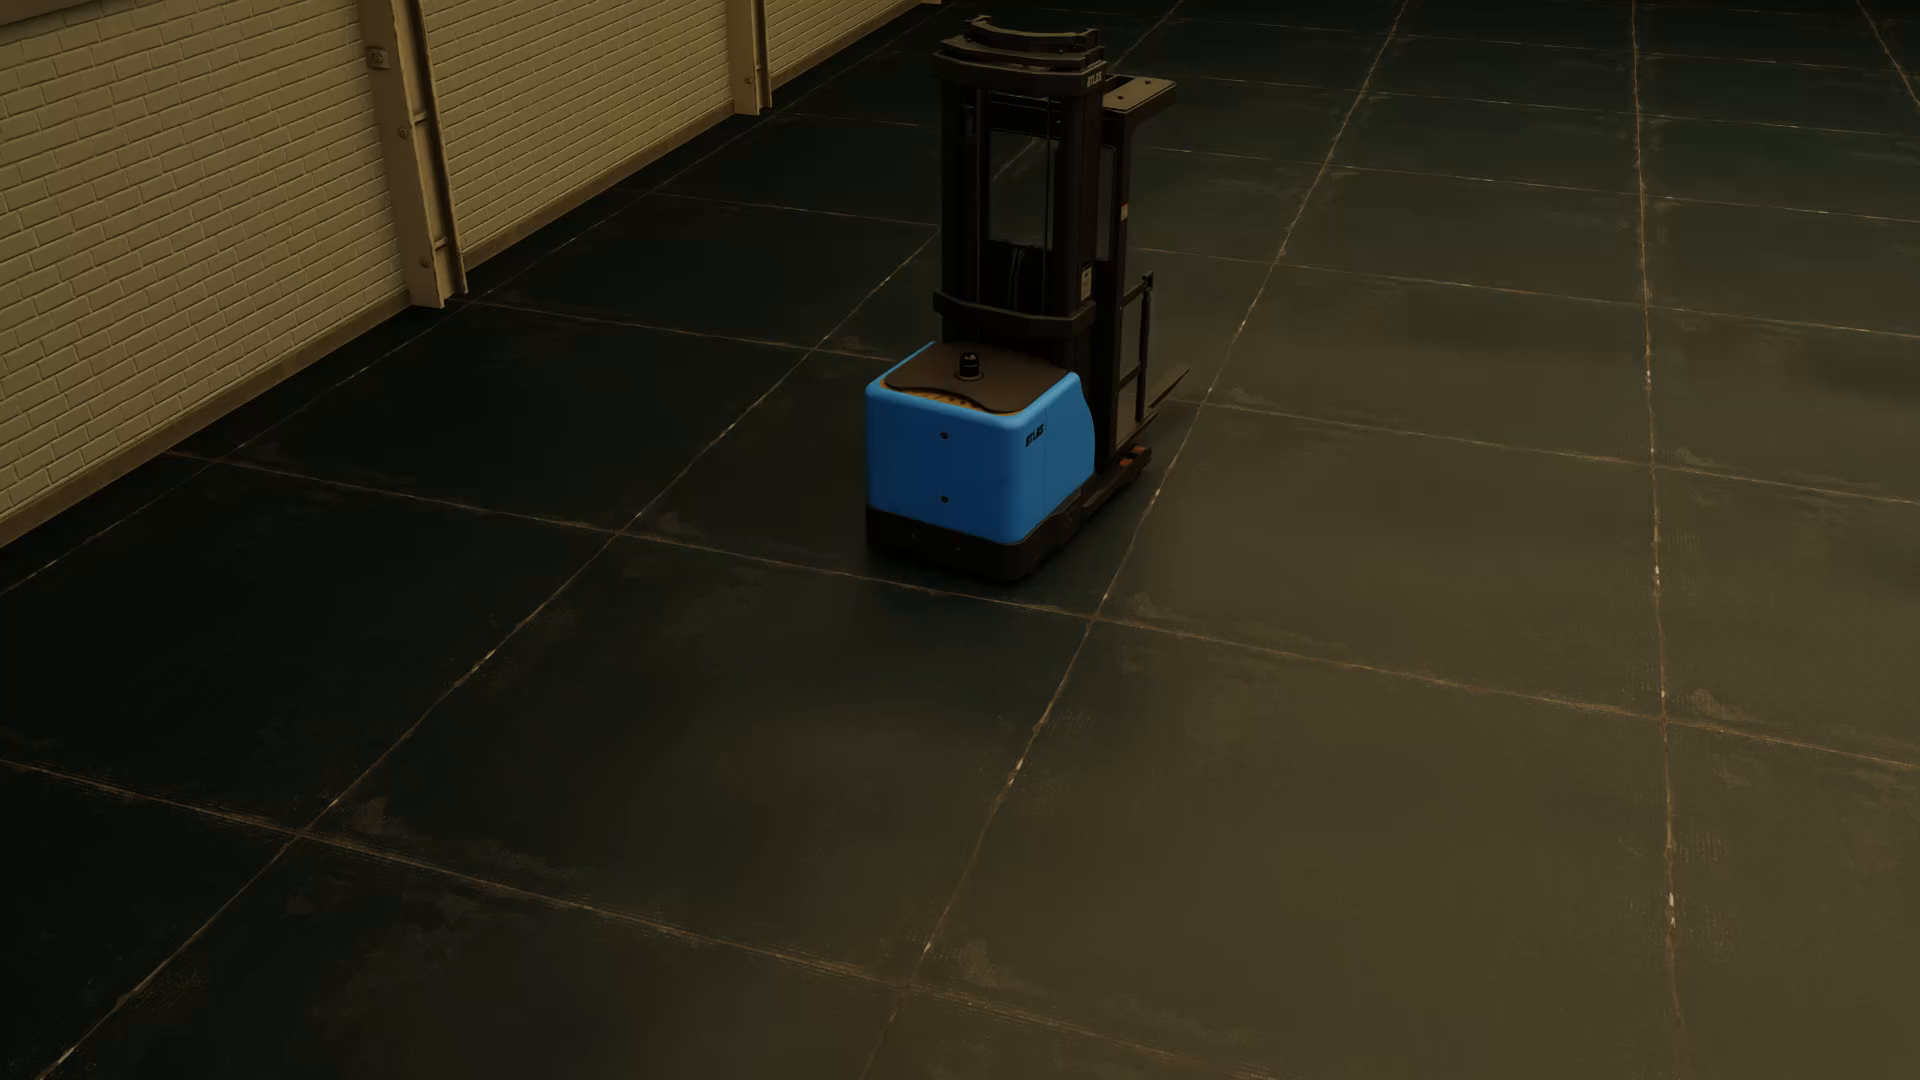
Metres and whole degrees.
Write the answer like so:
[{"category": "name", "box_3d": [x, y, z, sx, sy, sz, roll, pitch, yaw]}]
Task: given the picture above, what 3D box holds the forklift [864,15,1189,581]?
[{"category": "forklift", "box_3d": [0.596, -1.738, 10.186, 1.130, 2.935, 3.031, 15, 33, 25]}]
